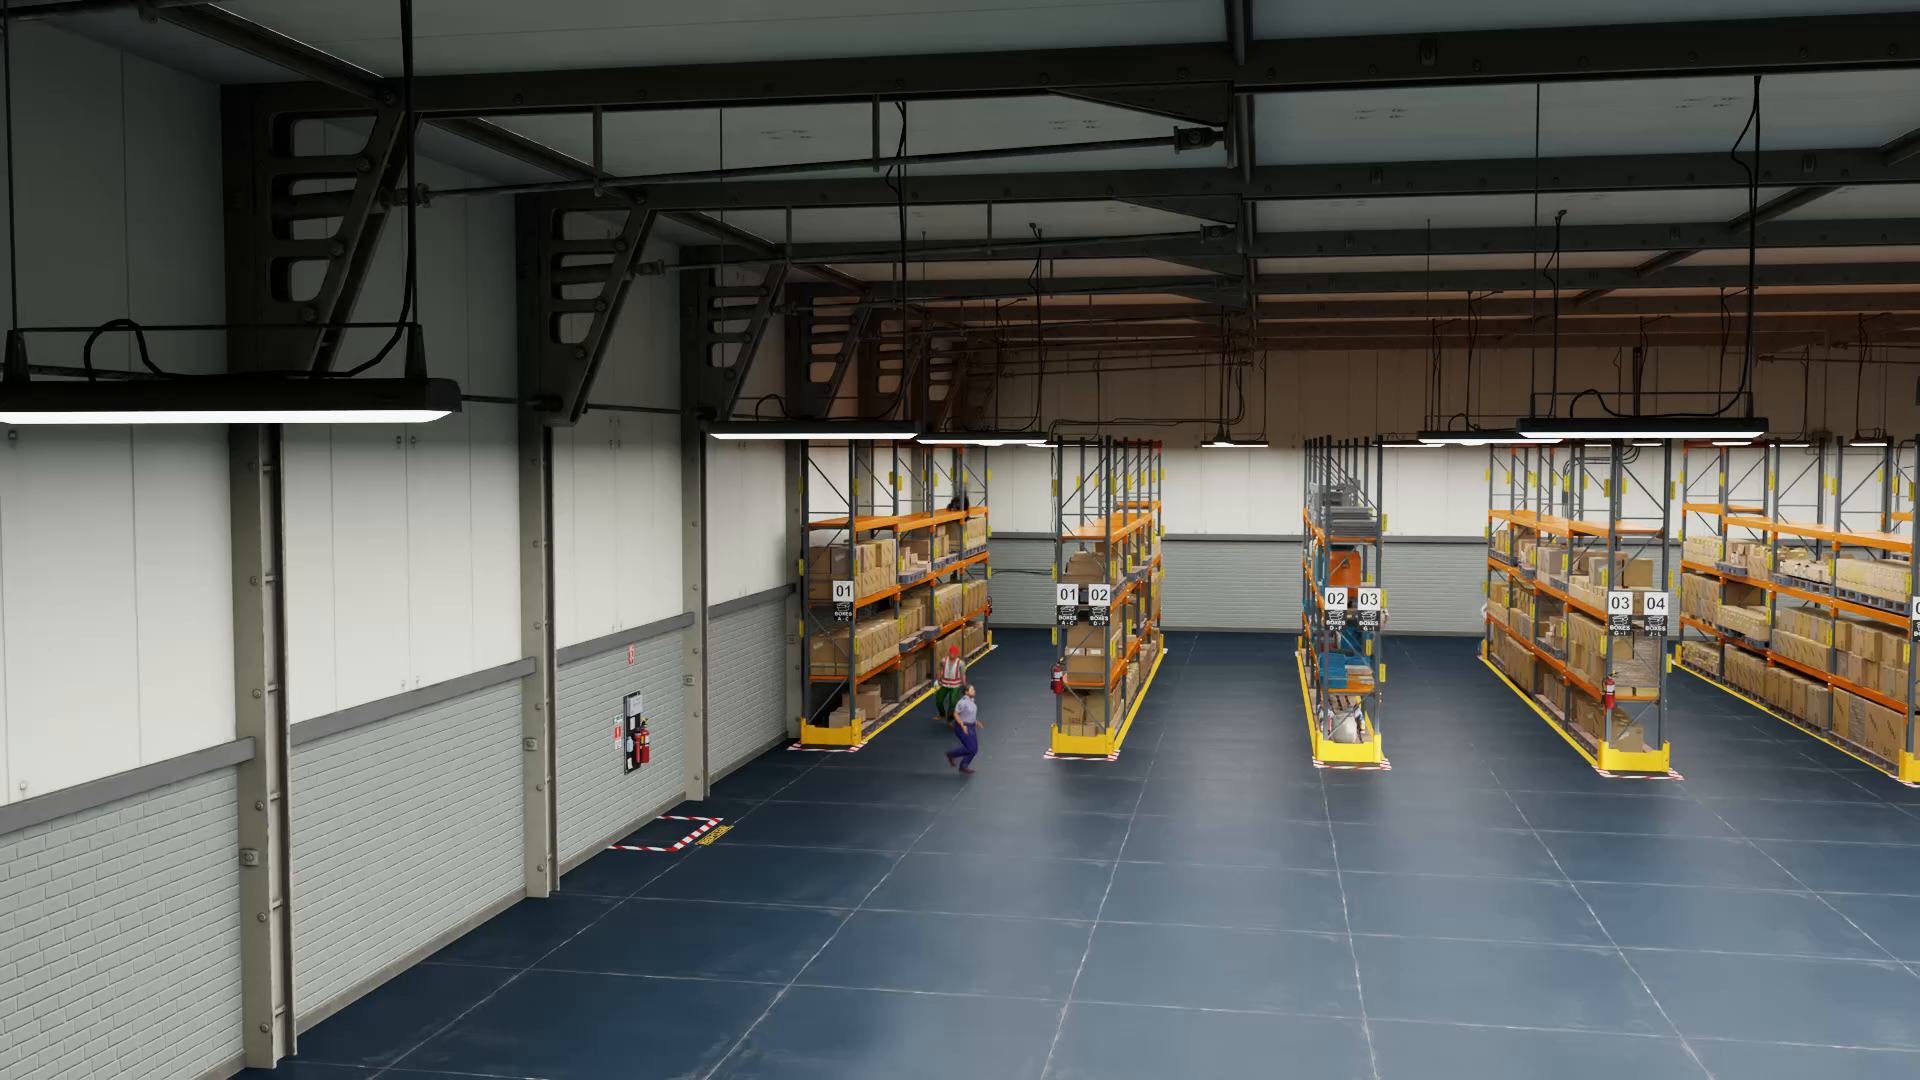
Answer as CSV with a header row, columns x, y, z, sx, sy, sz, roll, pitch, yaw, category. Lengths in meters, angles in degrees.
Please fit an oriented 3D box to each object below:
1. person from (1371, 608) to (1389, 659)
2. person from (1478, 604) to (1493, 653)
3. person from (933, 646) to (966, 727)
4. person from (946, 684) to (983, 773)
x,y,z,sx,sy,sz,roll,pitch,yaw,category
11.547,2.423,46.090,0.625,1.675,0.874,-1,3,-11,person
14.927,2.355,46.741,0.591,1.733,0.776,3,4,45,person
-0.207,3.006,34.332,0.823,1.695,0.691,1,3,14,person
0.083,3.338,29.481,0.588,1.591,0.597,1,3,23,person
